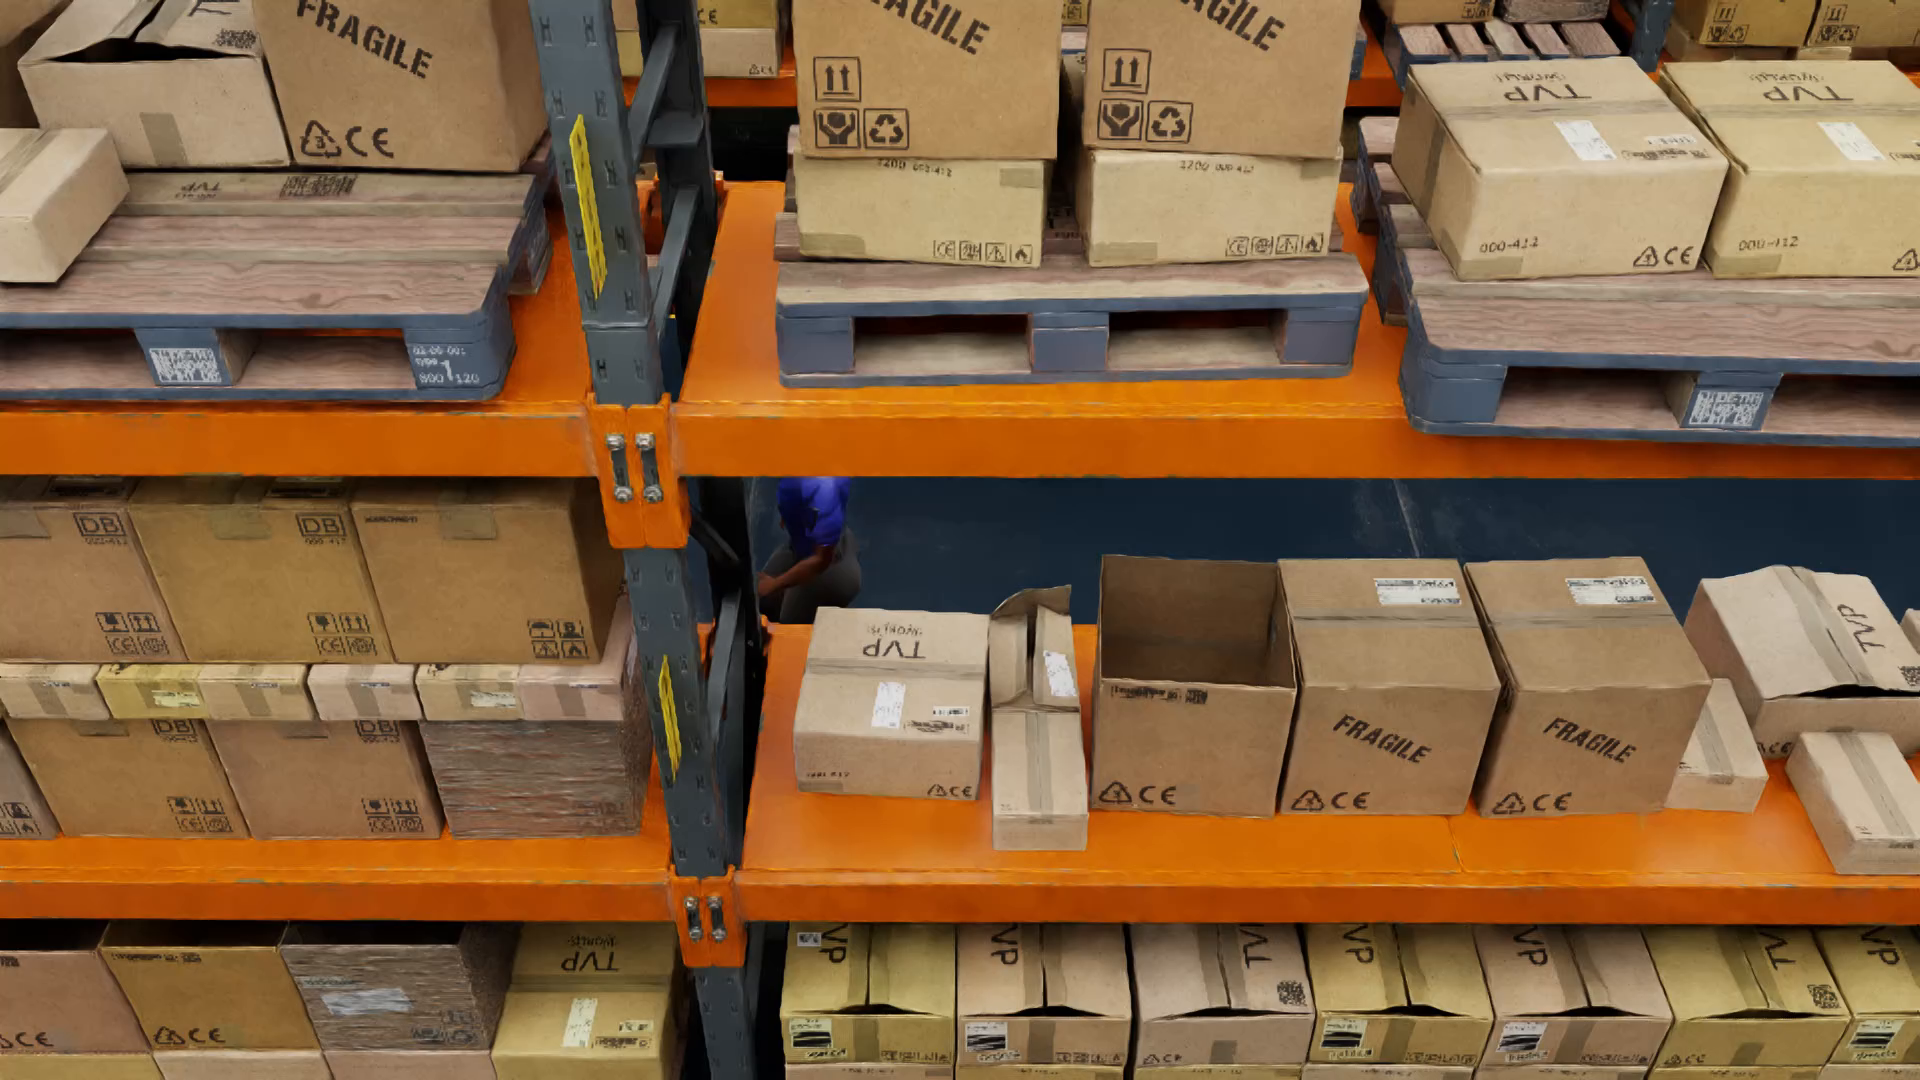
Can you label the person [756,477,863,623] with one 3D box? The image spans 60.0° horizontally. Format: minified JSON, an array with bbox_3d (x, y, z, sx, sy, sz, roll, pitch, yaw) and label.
[{"bbox_3d":[-0.567,0.106,6.067,0.472,1.626,0.625,-3,40,-4],"label":"person"}]
